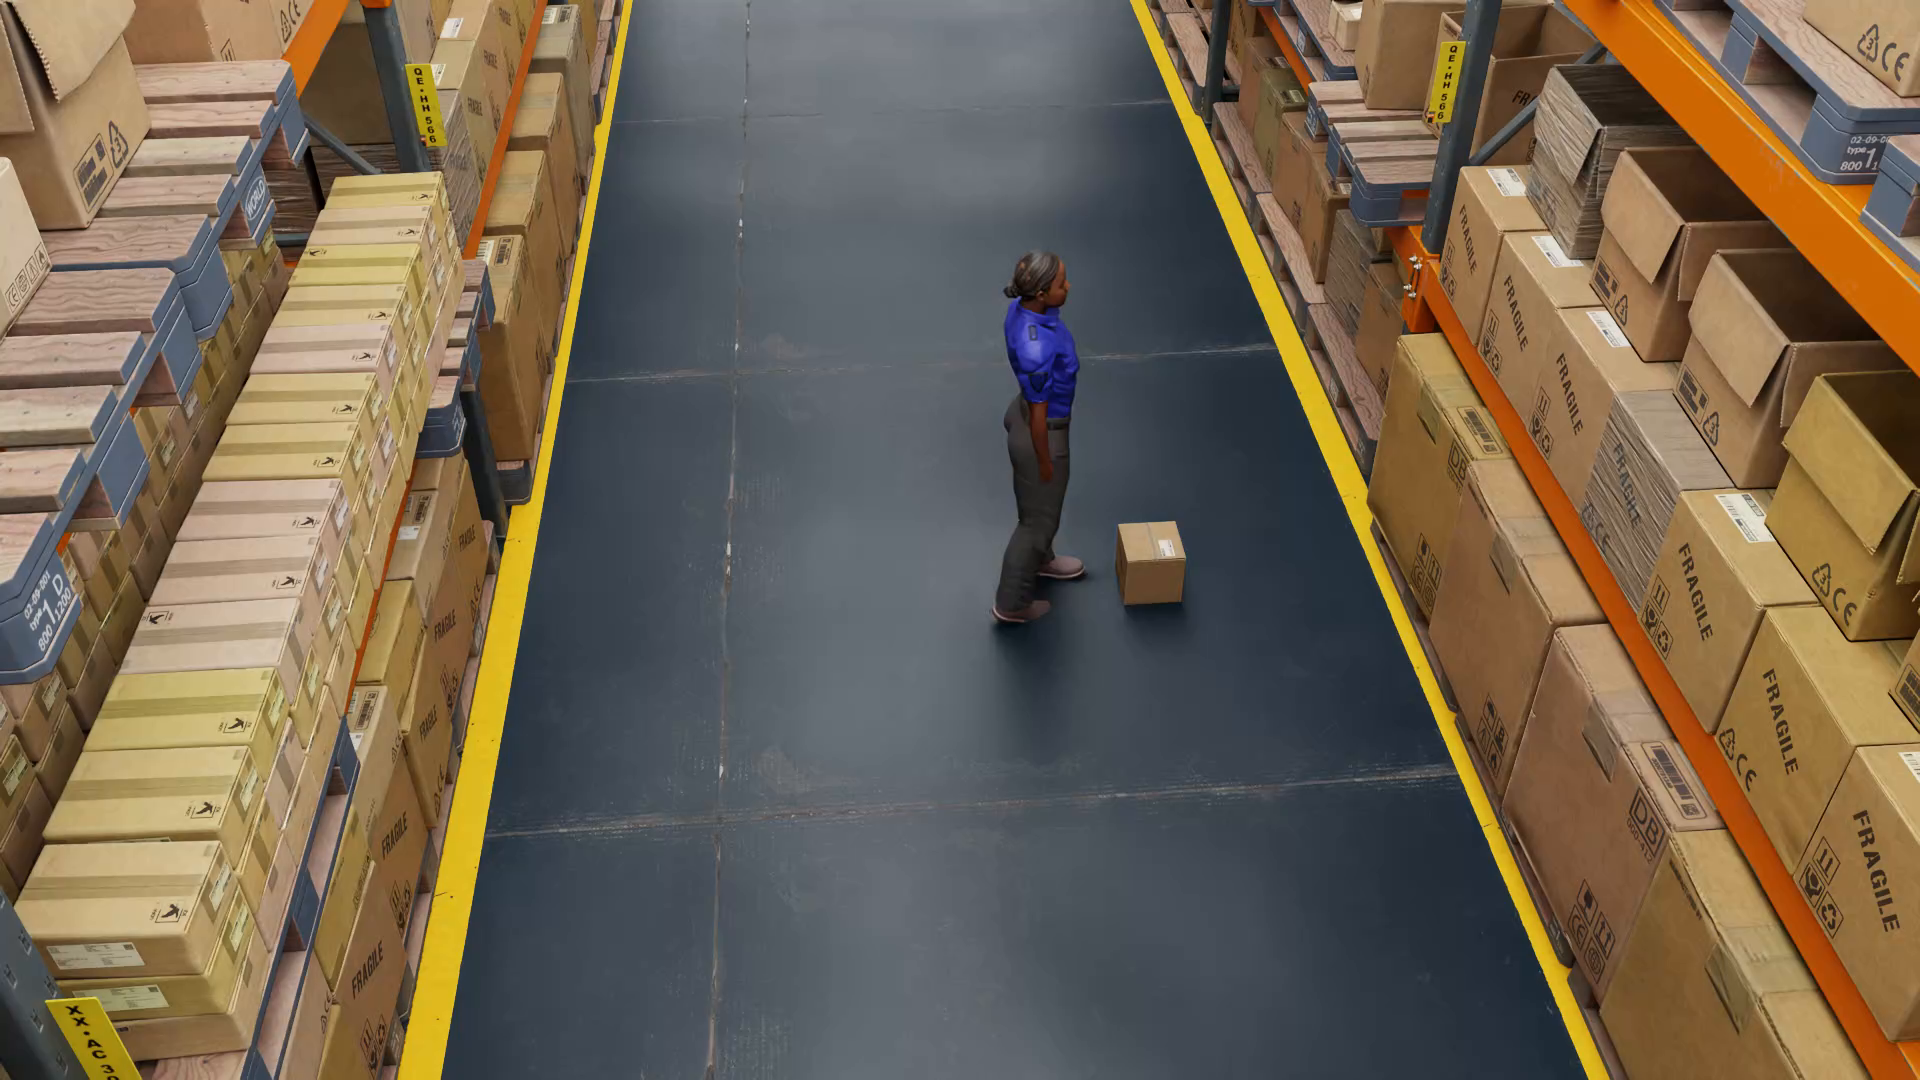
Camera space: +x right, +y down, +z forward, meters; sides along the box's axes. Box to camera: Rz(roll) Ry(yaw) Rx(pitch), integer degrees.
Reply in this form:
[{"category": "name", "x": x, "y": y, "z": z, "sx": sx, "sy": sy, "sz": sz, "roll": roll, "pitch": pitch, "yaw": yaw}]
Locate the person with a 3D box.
[{"category": "person", "x": 0.339, "y": -0.407, "z": 6.685, "sx": 0.428, "sy": 1.698, "sz": 0.466, "roll": -2, "pitch": 39, "yaw": -3}]
